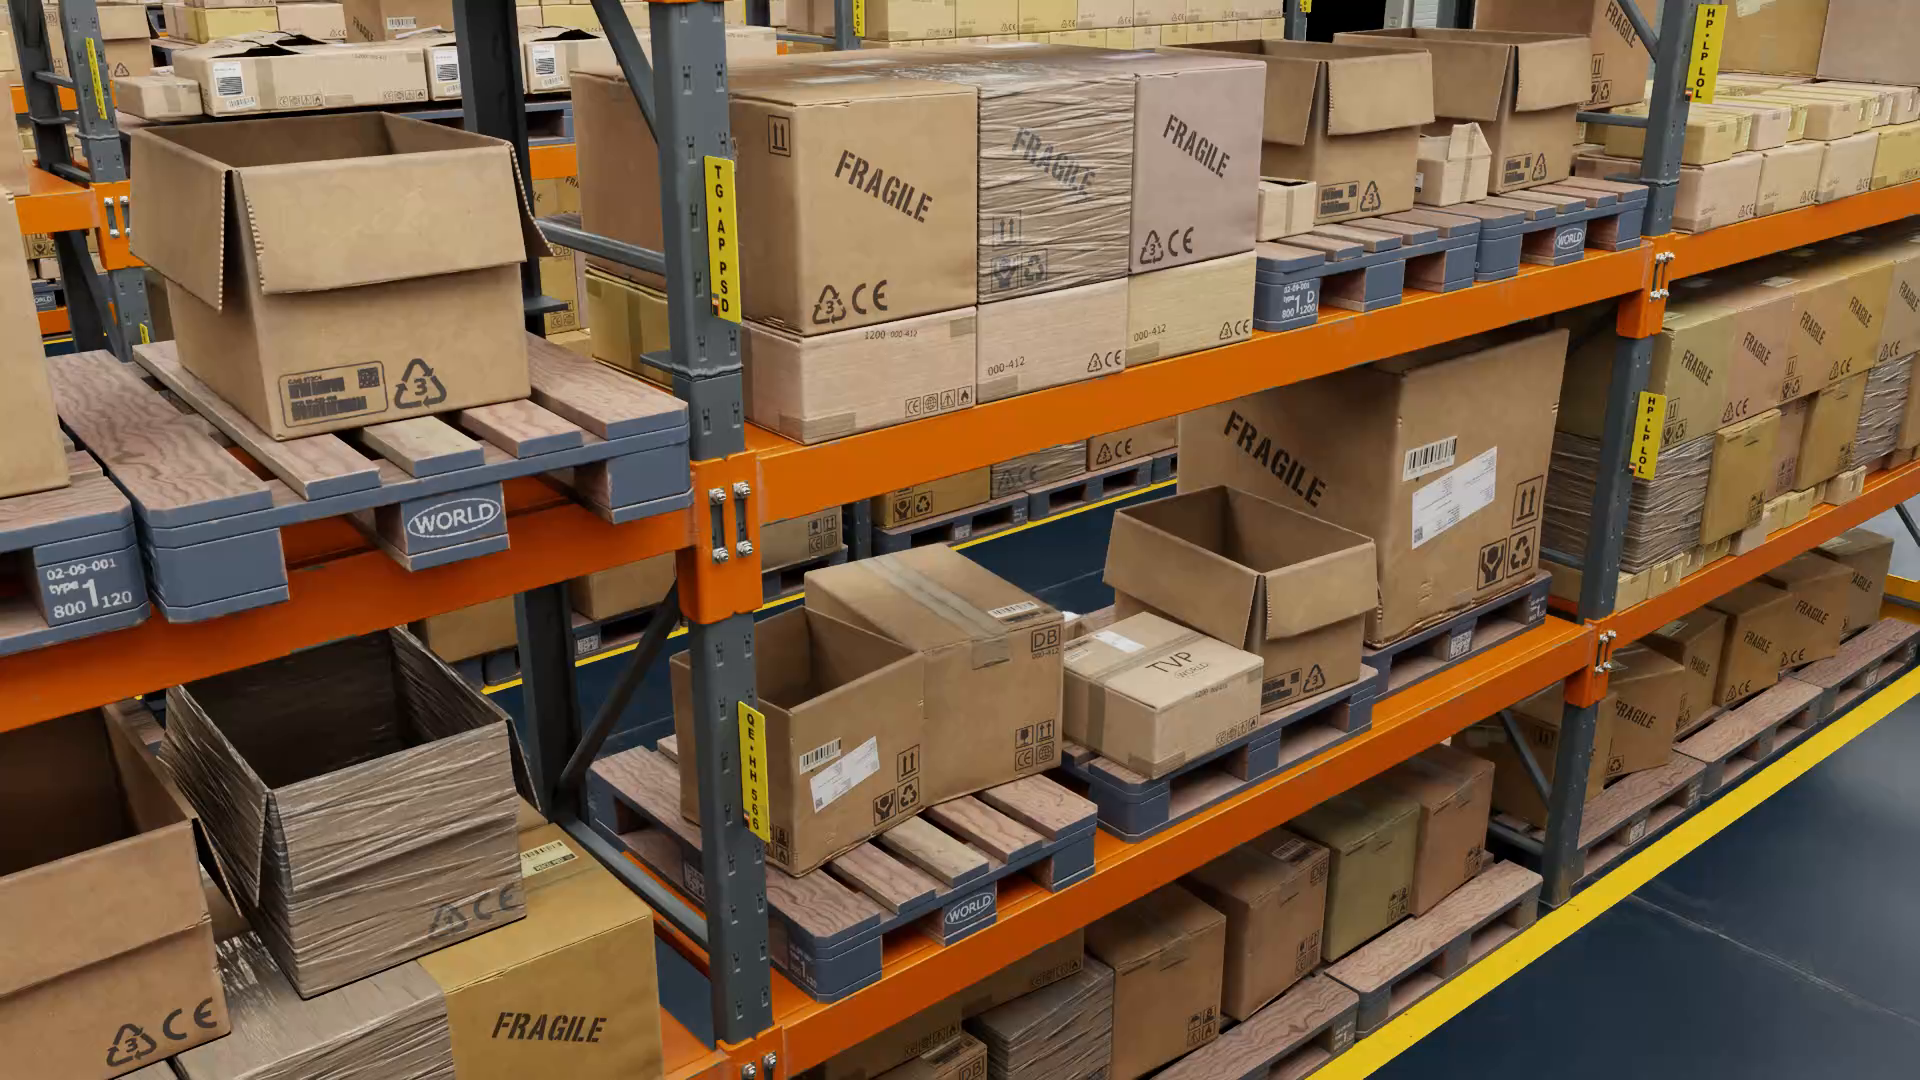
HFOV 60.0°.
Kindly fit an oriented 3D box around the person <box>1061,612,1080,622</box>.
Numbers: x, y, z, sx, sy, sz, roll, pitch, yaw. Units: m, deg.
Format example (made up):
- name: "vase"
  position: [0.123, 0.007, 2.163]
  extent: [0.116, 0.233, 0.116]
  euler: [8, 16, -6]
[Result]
- name: "person"
  position: [0.278, 0.727, 7.765]
  extent: [0.573, 0.991, 0.879]
  euler: [-17, 27, -37]
